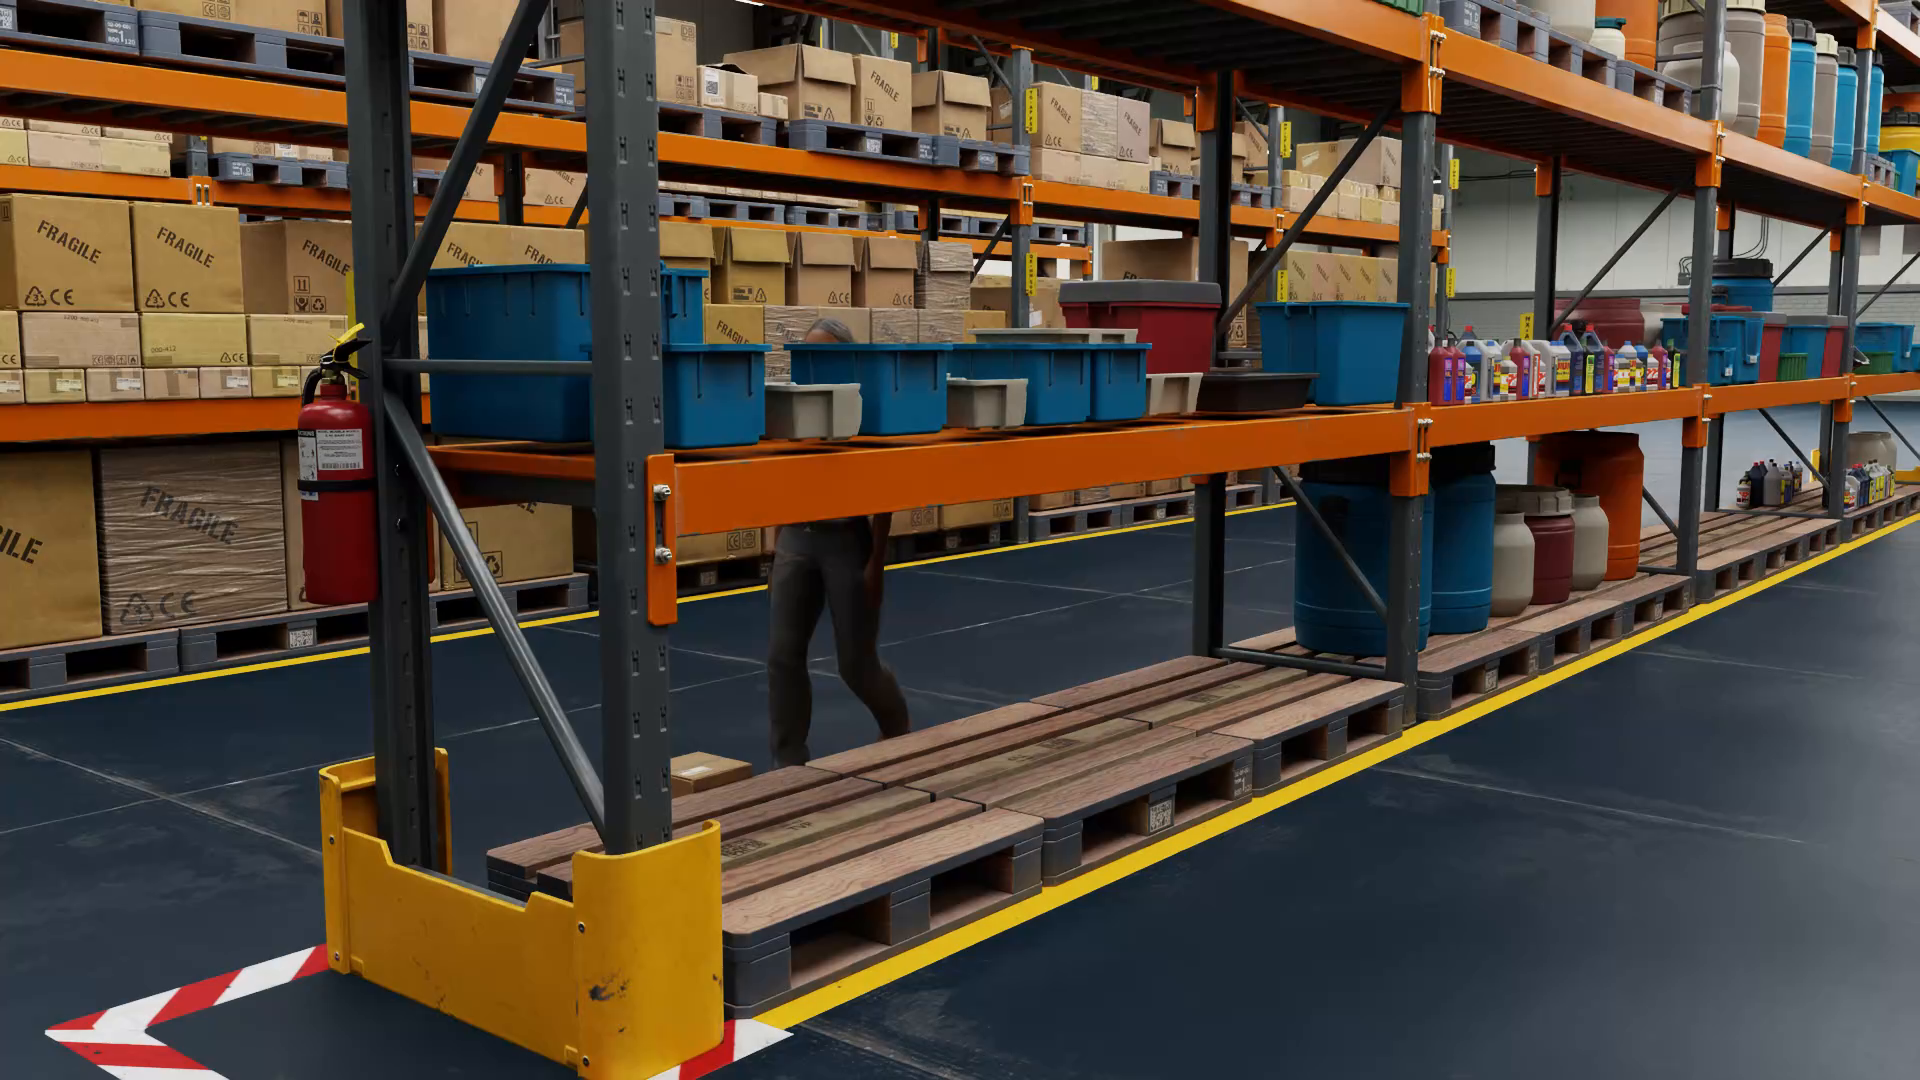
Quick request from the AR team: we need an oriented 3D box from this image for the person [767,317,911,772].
[{"bbox_3d":[-0.455,0.059,5.669,0.464,1.625,0.779,3,7,22],"label":"person"}]
